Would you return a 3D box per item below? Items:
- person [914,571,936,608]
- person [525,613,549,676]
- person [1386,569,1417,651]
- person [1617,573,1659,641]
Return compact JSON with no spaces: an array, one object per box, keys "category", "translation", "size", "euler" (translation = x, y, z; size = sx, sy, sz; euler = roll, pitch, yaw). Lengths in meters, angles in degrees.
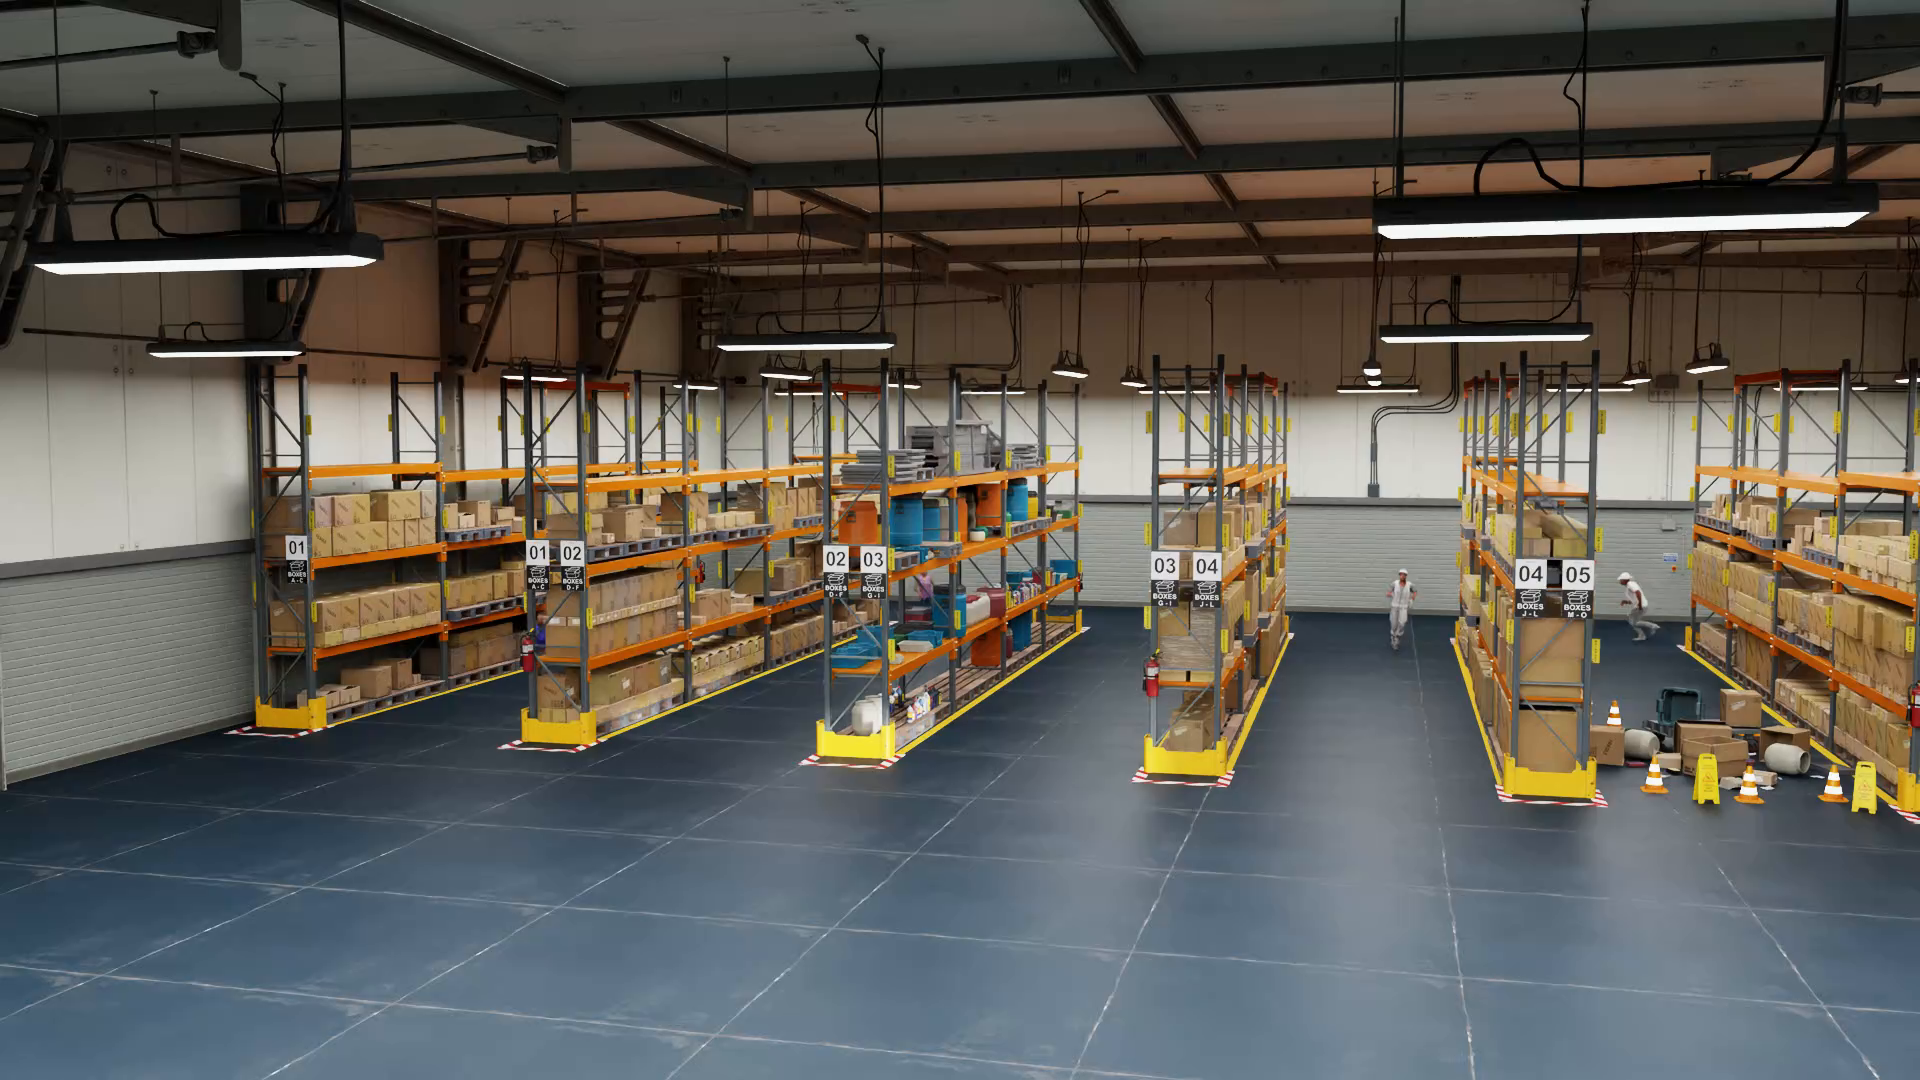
[{"category":"person","translation":[-0.851,1.419,40.939],"size":[0.560,1.546,0.588],"euler":[-1,4,-10]},{"category":"person","translation":[-7.666,2.130,30.311],"size":[0.615,1.606,0.643],"euler":[0,4,1]},{"category":"person","translation":[9.854,1.562,37.171],"size":[0.652,1.838,0.747],"euler":[2,4,22]},{"category":"person","translation":[15.703,1.558,38.511],"size":[0.924,1.590,0.714],"euler":[2,4,24]}]
